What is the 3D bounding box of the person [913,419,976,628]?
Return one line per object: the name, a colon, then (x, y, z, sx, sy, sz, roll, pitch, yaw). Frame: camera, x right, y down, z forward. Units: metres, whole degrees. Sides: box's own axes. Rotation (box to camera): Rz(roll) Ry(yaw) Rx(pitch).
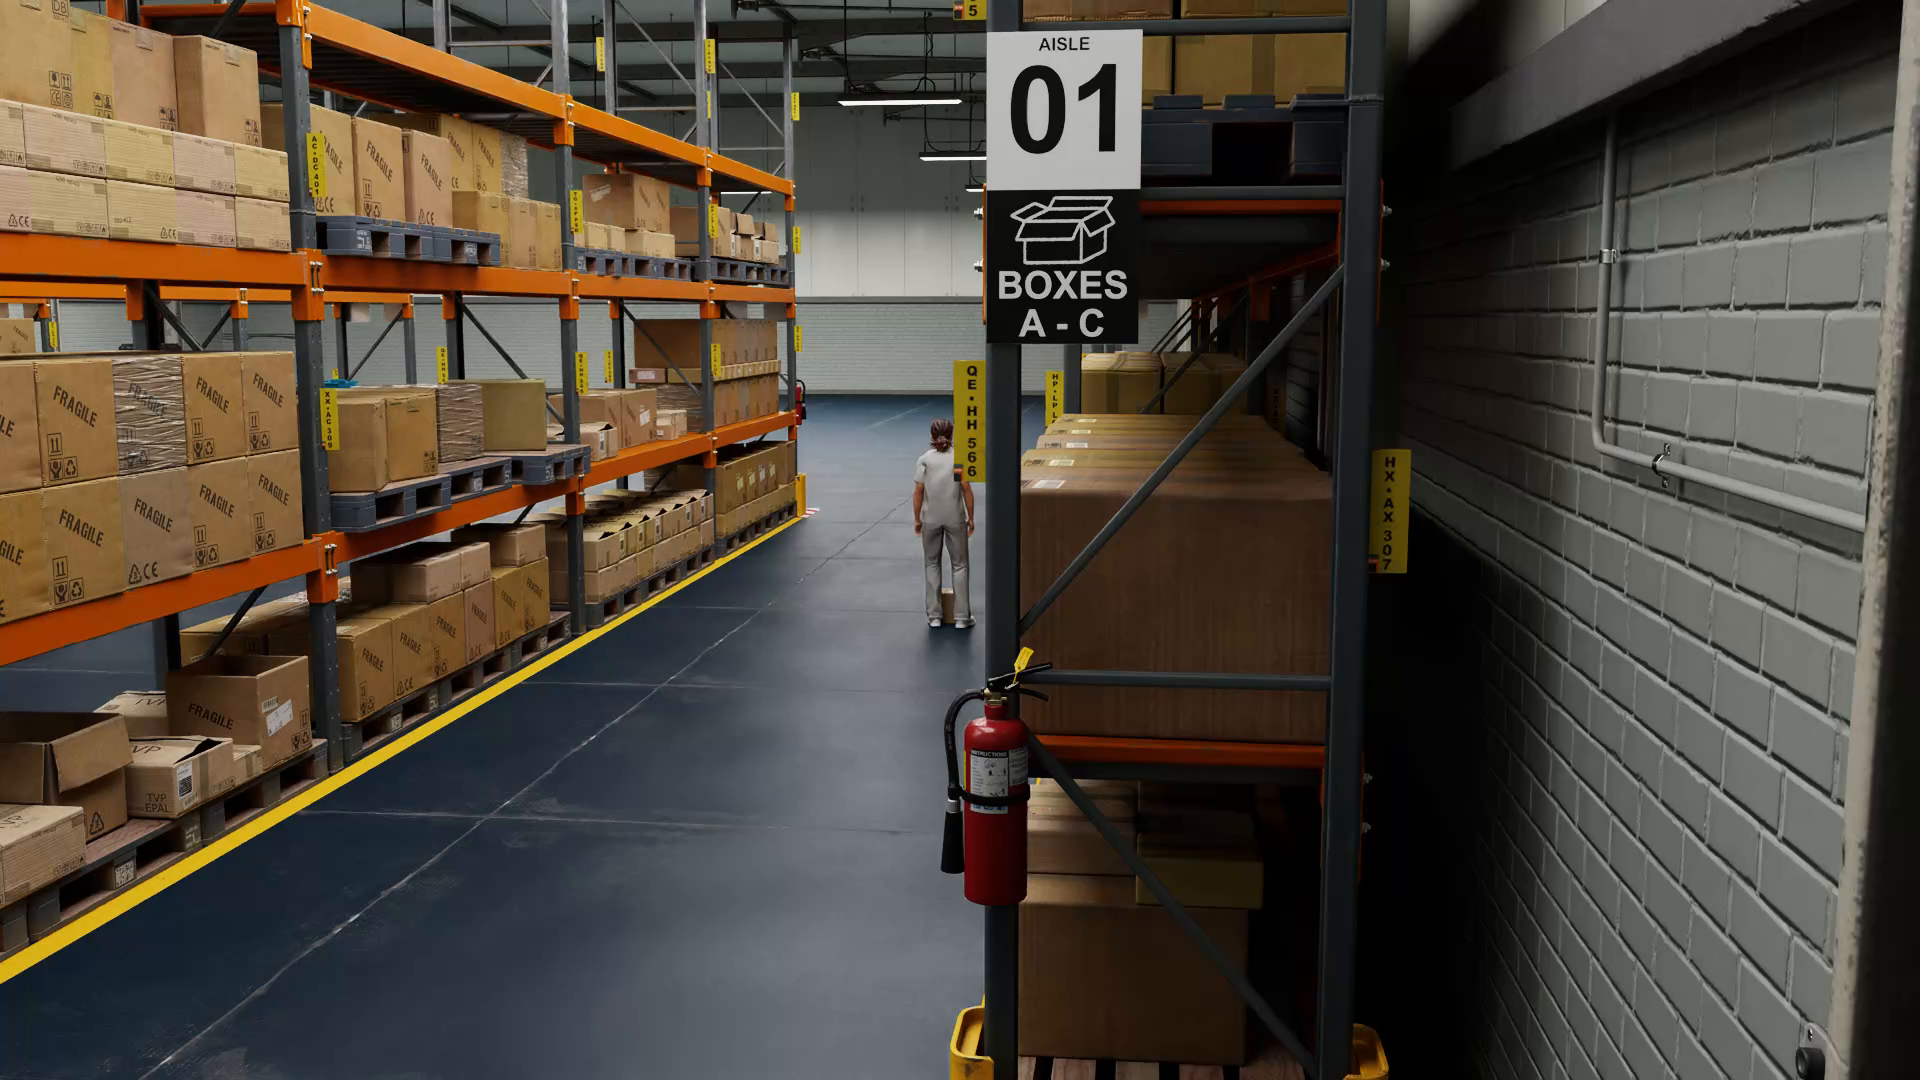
person: (-0.125, -0.136, 13.318, 0.495, 1.672, 0.415, 0, 8, 3)
